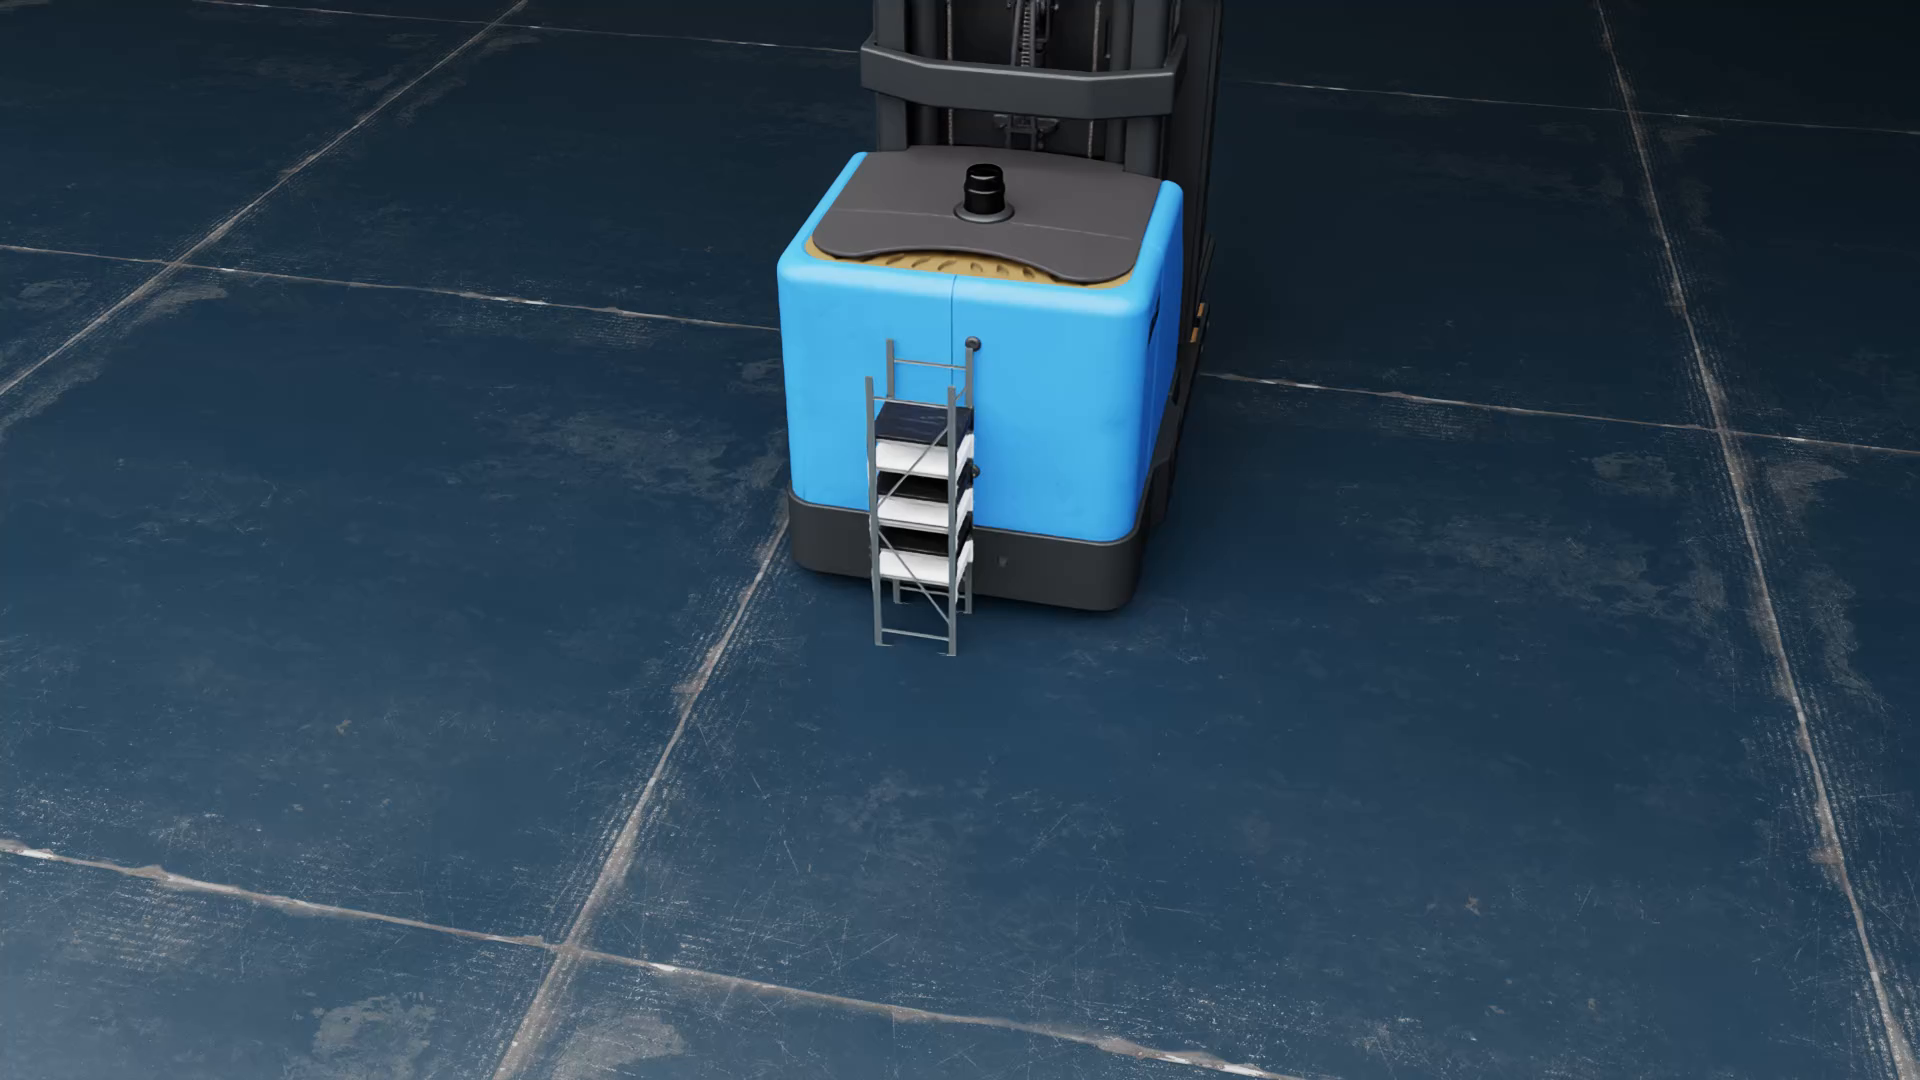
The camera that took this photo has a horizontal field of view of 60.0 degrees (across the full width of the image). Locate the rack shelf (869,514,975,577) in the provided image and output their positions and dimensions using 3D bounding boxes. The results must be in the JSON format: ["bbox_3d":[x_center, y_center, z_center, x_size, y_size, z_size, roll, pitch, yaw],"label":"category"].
[{"bbox_3d":[-0.105,-0.002,4.696,0.258,0.077,0.200,8,37,11],"label":"rack shelf"}]

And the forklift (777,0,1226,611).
[{"bbox_3d":[0.323,-1.844,5.296,1.130,2.935,3.031,8,37,11],"label":"forklift"}]

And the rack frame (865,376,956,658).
[{"bbox_3d":[-0.128,-0.043,4.543,0.240,0.900,0.006,8,37,11],"label":"rack frame"}]

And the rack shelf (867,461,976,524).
[{"bbox_3d":[-0.105,-0.147,4.590,0.258,0.077,0.200,8,37,11],"label":"rack shelf"}]

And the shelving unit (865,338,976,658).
[{"bbox_3d":[-0.105,-0.102,4.623,0.258,0.900,0.210,8,37,11],"label":"shelving unit"}]

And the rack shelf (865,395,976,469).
[{"bbox_3d":[-0.105,-0.293,4.484,0.258,0.077,0.200,8,37,11],"label":"rack shelf"}]

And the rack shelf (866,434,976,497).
[{"bbox_3d":[-0.105,-0.220,4.537,0.258,0.077,0.200,8,37,11],"label":"rack shelf"}]

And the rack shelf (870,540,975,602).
[{"bbox_3d":[-0.105,0.071,4.749,0.258,0.077,0.200,8,37,11],"label":"rack shelf"}]

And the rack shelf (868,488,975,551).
[{"bbox_3d":[-0.105,-0.075,4.643,0.258,0.077,0.200,8,37,11],"label":"rack shelf"}]

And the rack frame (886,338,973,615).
[{"bbox_3d":[-0.082,-0.160,4.703,0.240,0.900,0.006,8,37,11],"label":"rack frame"}]
